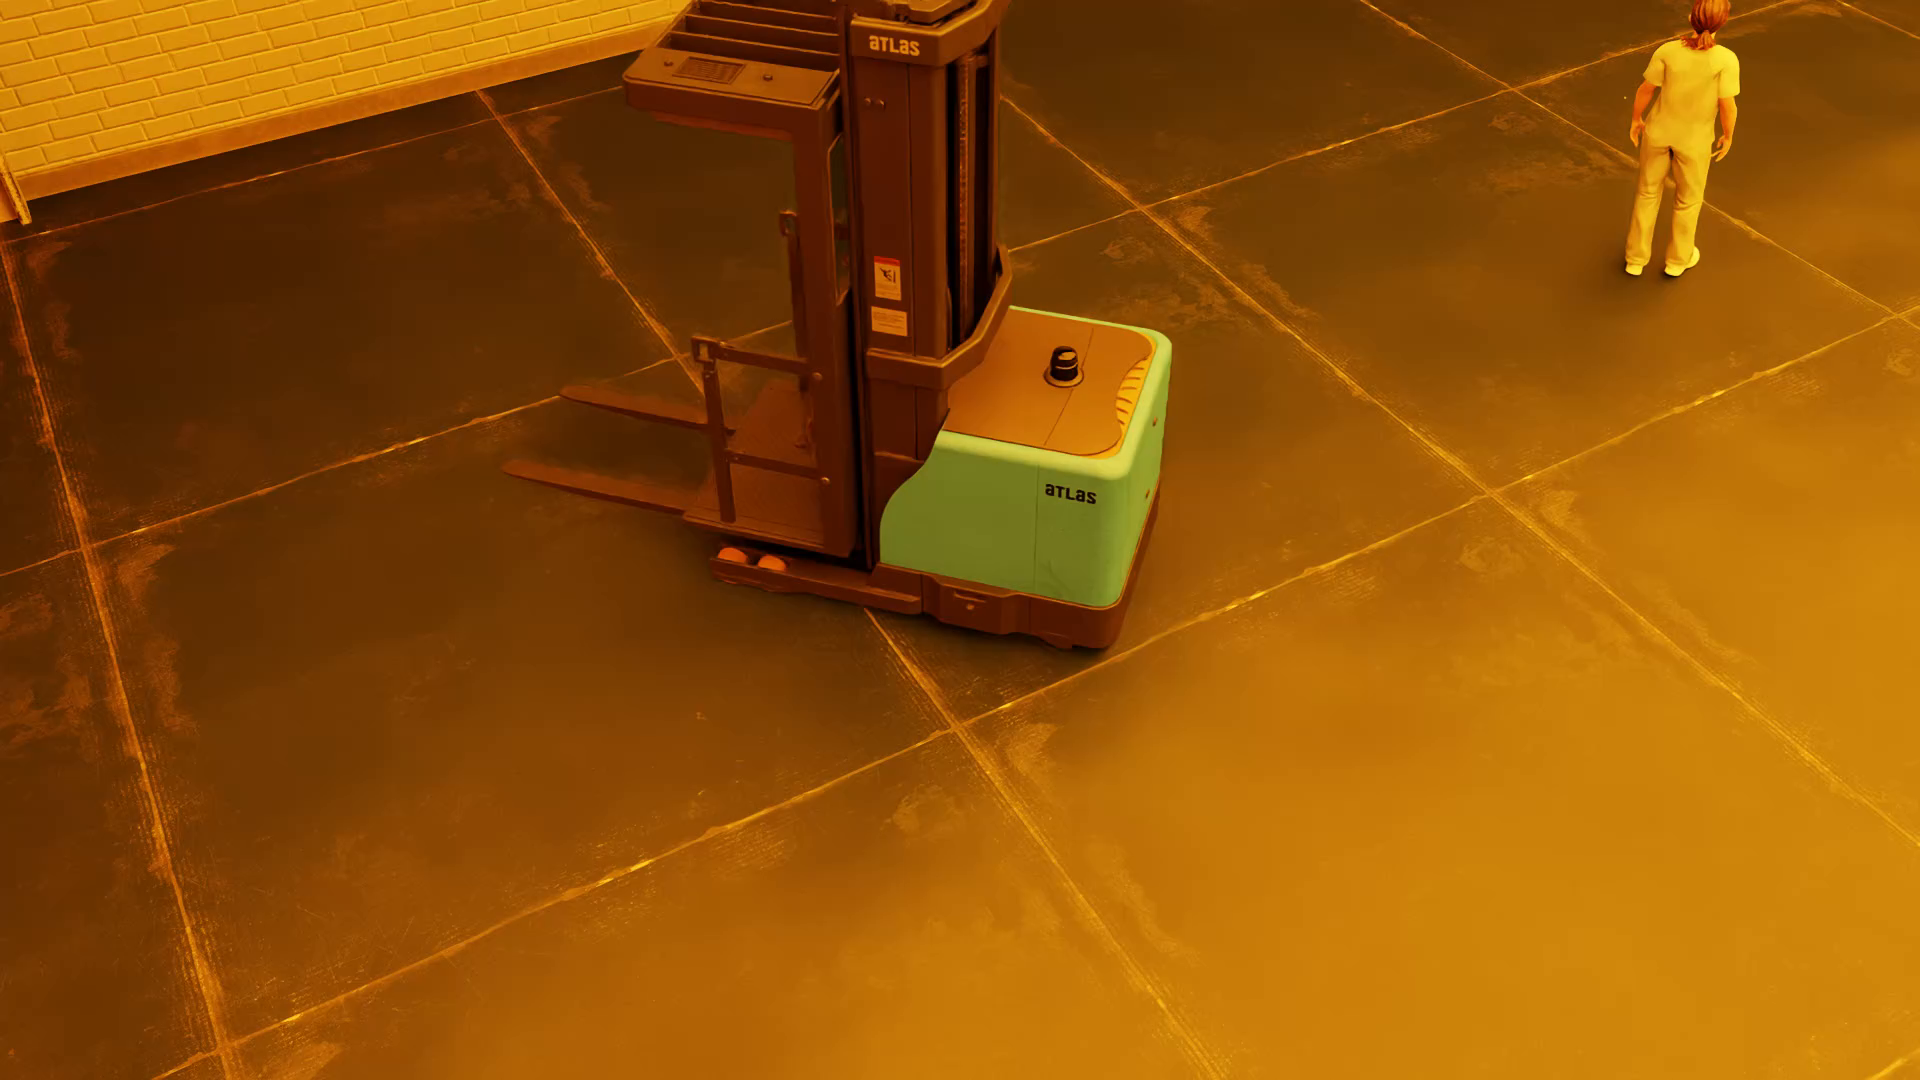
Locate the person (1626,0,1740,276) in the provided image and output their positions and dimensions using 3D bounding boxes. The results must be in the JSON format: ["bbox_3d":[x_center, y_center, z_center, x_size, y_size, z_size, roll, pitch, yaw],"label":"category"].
[{"bbox_3d":[3.899,-2.194,8.977,0.547,1.675,0.548,24,48,24],"label":"person"}]

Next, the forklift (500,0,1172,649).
[{"bbox_3d":[-0.637,-1.169,6.958,3.031,2.935,1.130,11,44,12],"label":"forklift"}]
